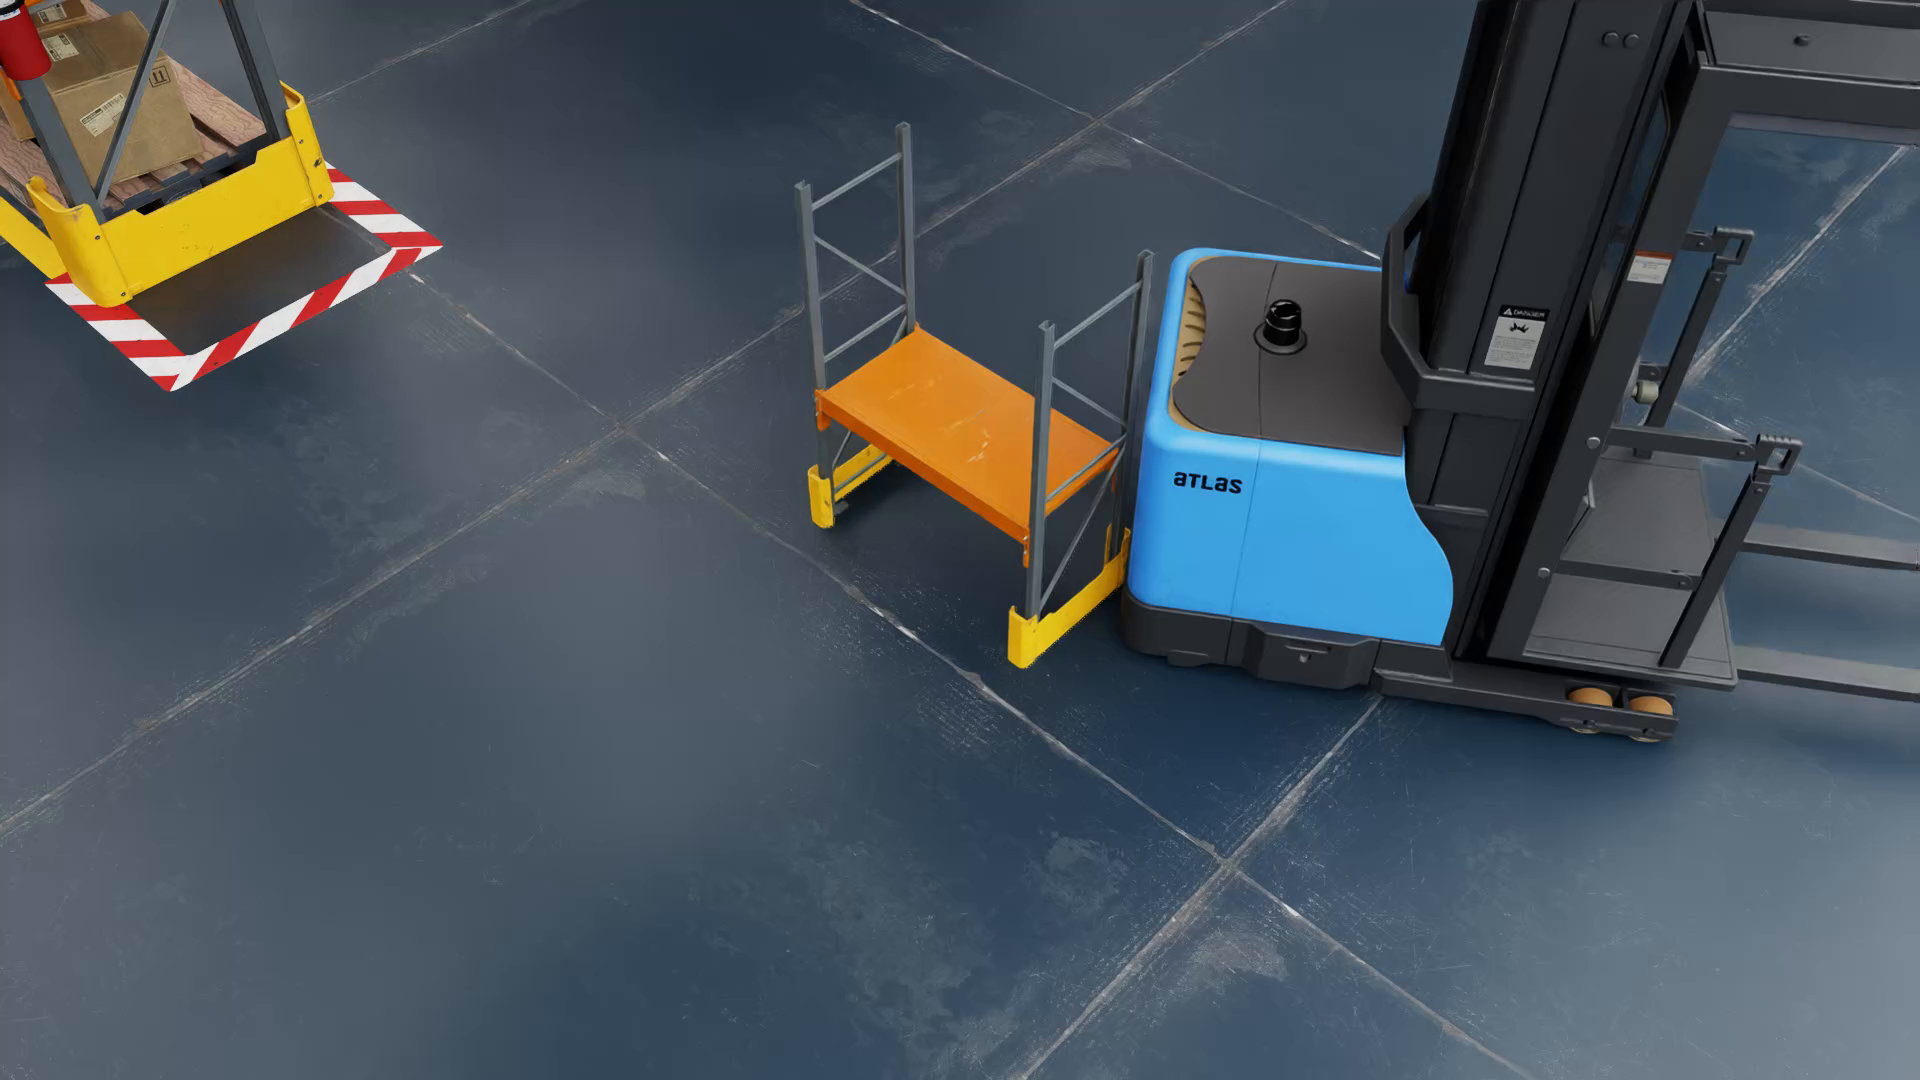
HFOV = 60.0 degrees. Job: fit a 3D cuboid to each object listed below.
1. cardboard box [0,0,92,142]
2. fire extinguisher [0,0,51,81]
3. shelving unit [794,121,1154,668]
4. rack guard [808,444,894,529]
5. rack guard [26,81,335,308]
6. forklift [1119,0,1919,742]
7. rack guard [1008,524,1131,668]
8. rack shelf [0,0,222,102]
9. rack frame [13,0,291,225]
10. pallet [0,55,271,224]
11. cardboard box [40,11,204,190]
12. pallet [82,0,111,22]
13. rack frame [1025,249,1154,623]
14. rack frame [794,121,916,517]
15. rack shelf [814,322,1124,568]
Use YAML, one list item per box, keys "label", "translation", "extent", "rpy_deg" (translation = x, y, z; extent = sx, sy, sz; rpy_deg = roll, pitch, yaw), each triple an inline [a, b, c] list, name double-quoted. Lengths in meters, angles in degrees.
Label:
- label: "cardboard box"
  translation: [-4.271, -2.255, 7.737]
  extent: [0.500, 0.500, 0.500]
  rpy_deg: [-25, 52, -21]
- label: "fire extinguisher"
  translation: [-3.589, -2.042, 6.163]
  extent: [0.183, 0.674, 0.296]
  rpy_deg: [34, 55, 28]
- label: "shelving unit"
  translation: [0.024, -0.481, 5.673]
  extent: [1.083, 1.500, 0.587]
  rpy_deg: [34, 55, 28]
- label: "rack guard"
  translation: [-0.342, -0.300, 6.360]
  extent: [0.087, 0.250, 0.587]
  rpy_deg: [34, 55, 28]
- label: "rack guard"
  translation: [-3.416, -1.554, 7.366]
  extent: [0.348, 0.500, 1.175]
  rpy_deg: [34, 55, 28]
- label: "forklift"
  translation: [2.126, -0.745, 4.939]
  extent: [3.031, 2.935, 1.130]
  rpy_deg: [8, 47, 7]
- label: "rack guard"
  translation: [0.389, 0.194, 5.897]
  extent: [0.087, 0.250, 0.587]
  rpy_deg: [34, 55, 28]
- label: "rack shelf"
  translation: [-4.830, -3.115, 7.611]
  extent: [4.000, 0.370, 1.077]
  rpy_deg: [34, 55, 28]
- label: "rack frame"
  translation: [-3.361, -2.372, 6.420]
  extent: [0.127, 3.000, 1.000]
  rpy_deg: [34, 55, 28]
- label: "pallet"
  translation: [-3.989, -1.876, 7.867]
  extent: [1.213, 0.211, 1.003]
  rpy_deg: [34, 55, 28]
- label: "cardboard box"
  translation: [-3.808, -1.978, 7.476]
  extent: [0.500, 0.500, 0.500]
  rpy_deg: [-28, 53, -24]
- label: "pallet"
  translation: [-4.882, -2.479, 8.433]
  extent: [1.213, 0.211, 1.003]
  rpy_deg: [34, 55, 28]
- label: "rack frame"
  translation: [0.403, -0.225, 5.432]
  extent: [0.032, 1.500, 0.500]
  rpy_deg: [34, 55, 28]
- label: "rack frame"
  translation: [-0.343, -0.728, 5.905]
  extent: [0.032, 1.500, 0.500]
  rpy_deg: [34, 55, 28]
- label: "rack shelf"
  translation: [0.030, -0.353, 5.800]
  extent: [1.000, 0.185, 0.538]
  rpy_deg: [34, 55, 28]
